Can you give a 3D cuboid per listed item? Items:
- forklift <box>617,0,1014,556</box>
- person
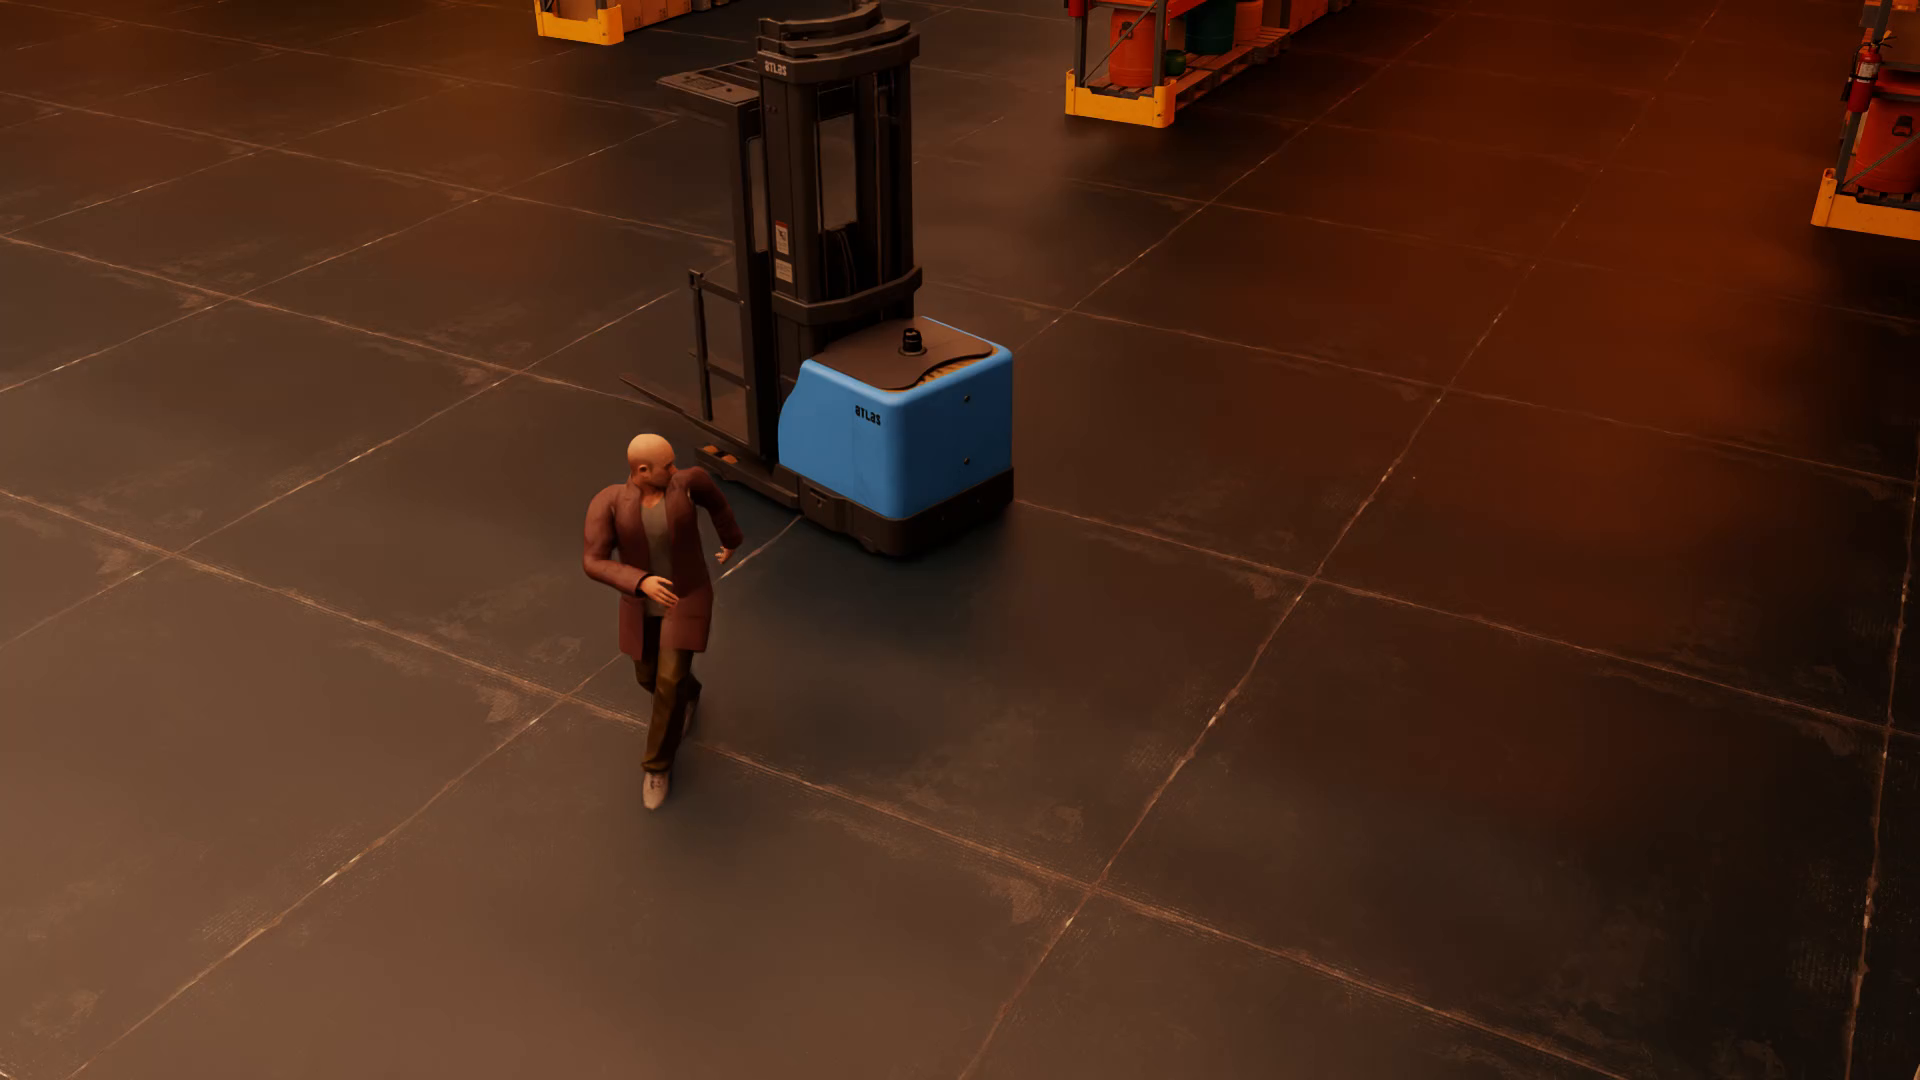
[{"bbox_3d":[-1.072,-1.809,10.205,3.031,2.935,1.130,26,39,37],"label":"forklift"},{"bbox_3d":[-1.396,0.297,7.826,0.613,1.731,1.009,2,30,4],"label":"person"}]
